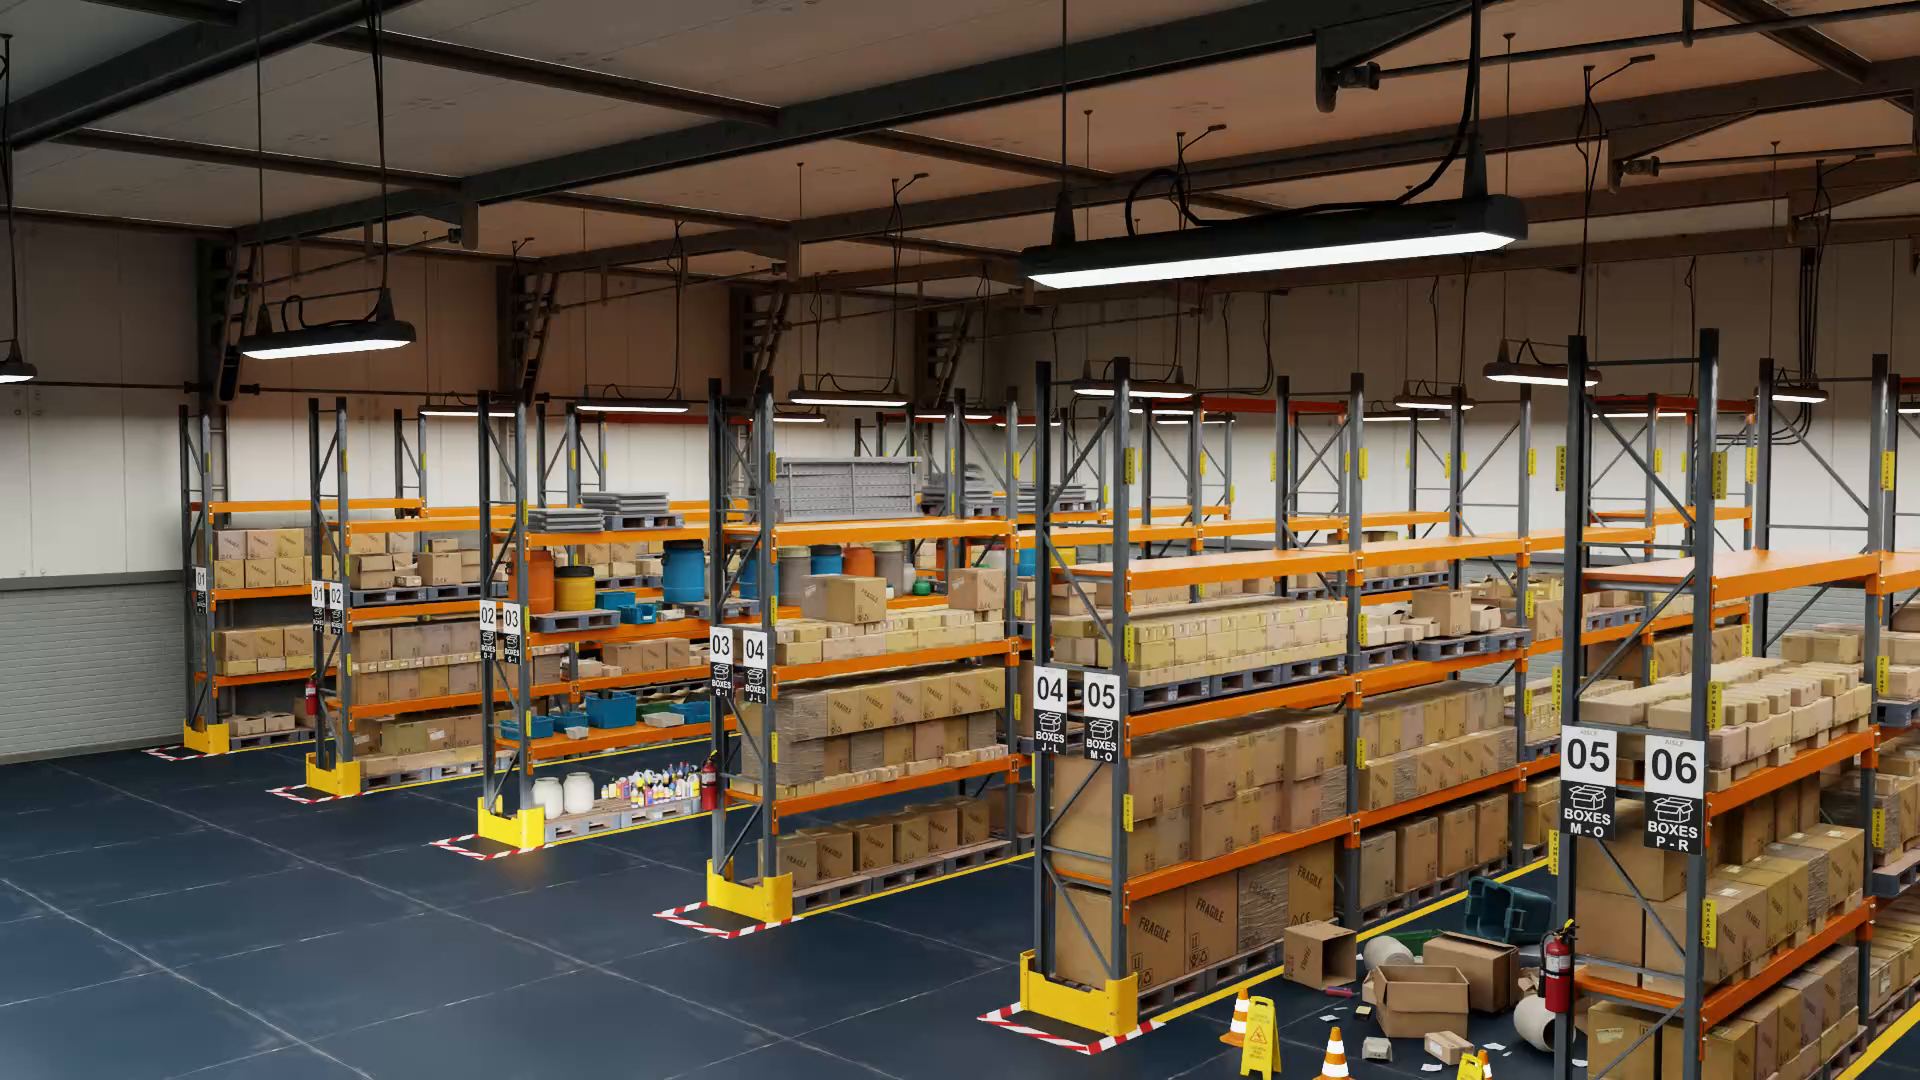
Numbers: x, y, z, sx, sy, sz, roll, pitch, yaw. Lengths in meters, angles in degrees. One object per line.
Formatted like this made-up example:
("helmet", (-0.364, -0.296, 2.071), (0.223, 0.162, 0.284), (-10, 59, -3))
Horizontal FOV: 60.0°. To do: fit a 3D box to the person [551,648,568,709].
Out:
("person", (-7.254, 2.747, 30.316), (0.467, 1.697, 0.614), (-1, 3, -12))
